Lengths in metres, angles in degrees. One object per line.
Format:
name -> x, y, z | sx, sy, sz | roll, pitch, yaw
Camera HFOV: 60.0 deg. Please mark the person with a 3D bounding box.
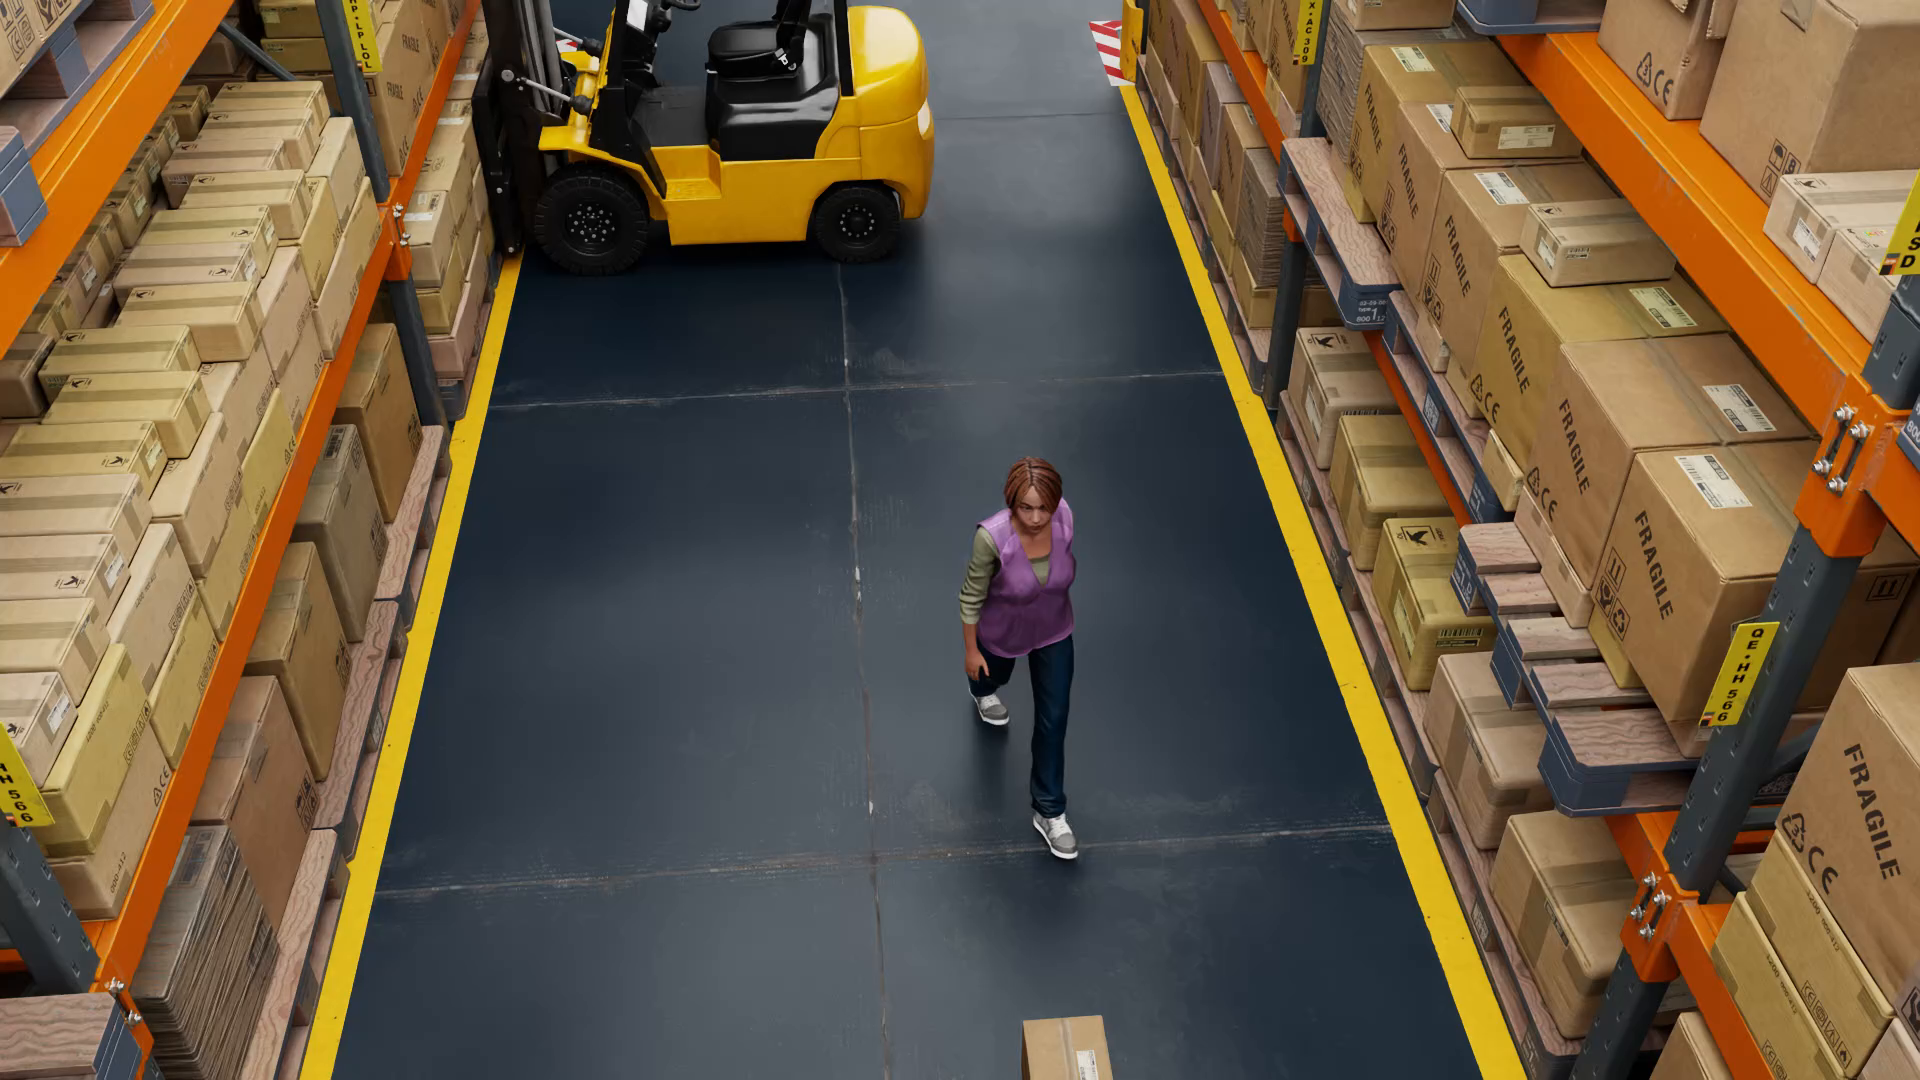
person -> 0.202, 0.314, 5.800 | 0.429, 1.545, 0.935 | -9, 40, -10
